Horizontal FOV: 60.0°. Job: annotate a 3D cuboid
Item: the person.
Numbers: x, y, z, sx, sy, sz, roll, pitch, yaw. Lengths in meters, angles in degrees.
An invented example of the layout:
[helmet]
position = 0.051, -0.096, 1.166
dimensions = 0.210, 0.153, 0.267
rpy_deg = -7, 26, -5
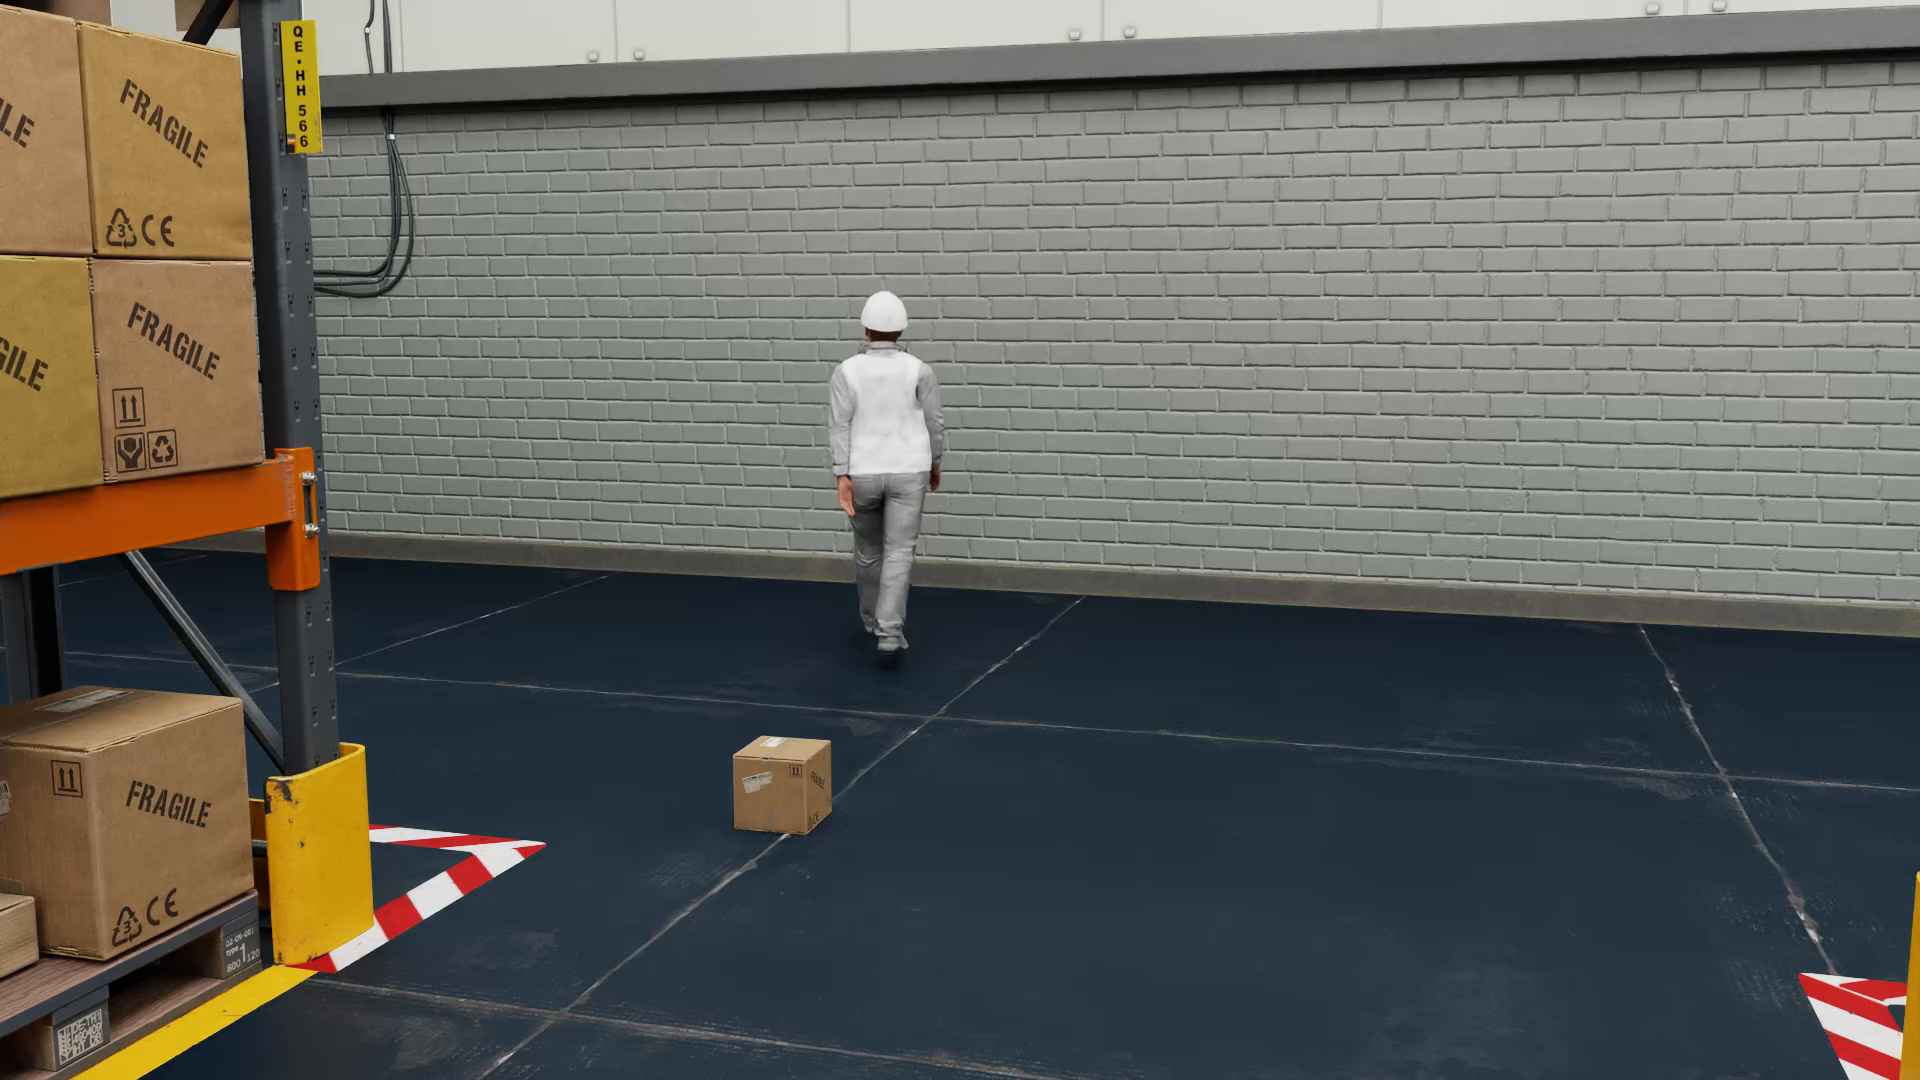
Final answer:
[person]
position = -0.344, -0.342, 8.101
dimensions = 0.542, 1.722, 1.033
rpy_deg = 1, 8, 5
